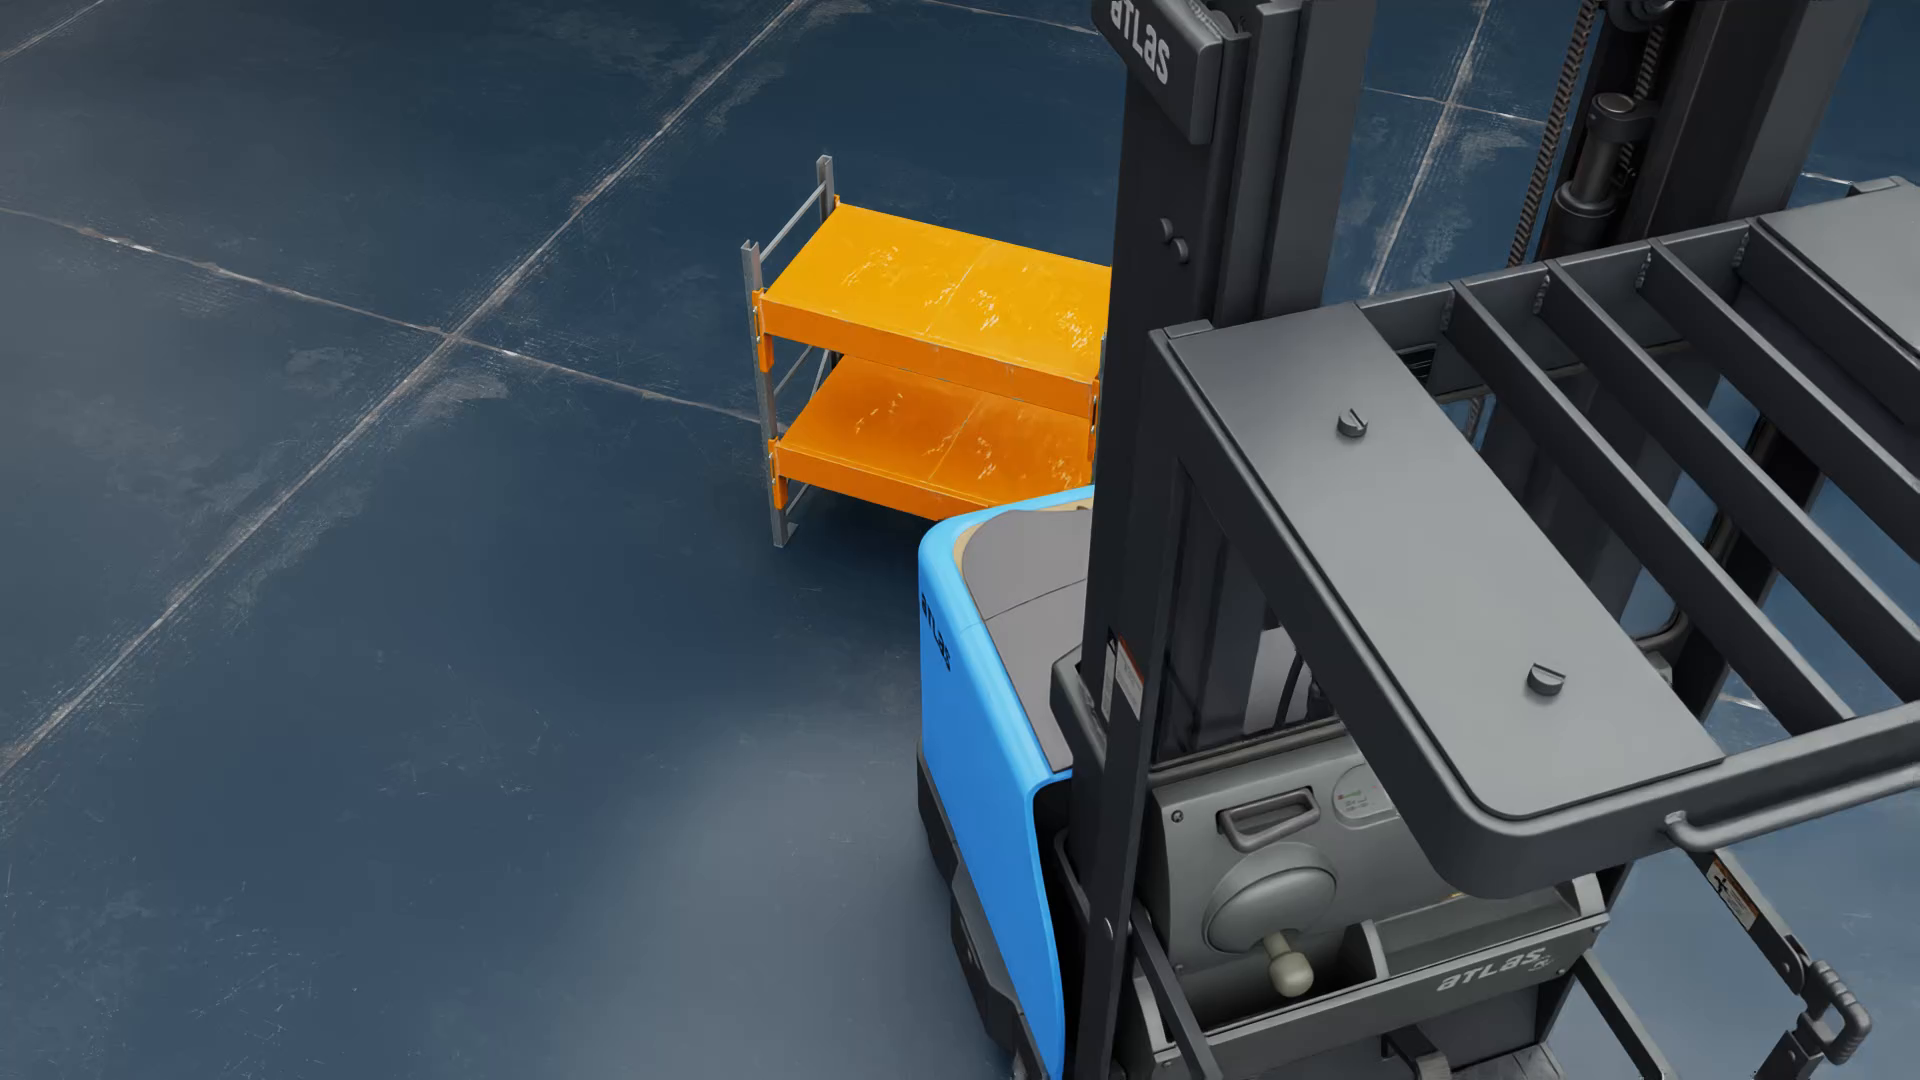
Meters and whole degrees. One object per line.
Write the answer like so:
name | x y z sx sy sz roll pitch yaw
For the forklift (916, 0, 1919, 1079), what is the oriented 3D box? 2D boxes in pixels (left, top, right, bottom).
forklift | 0.832 0.566 2.604 1.130 2.935 3.031 -13 46 -13

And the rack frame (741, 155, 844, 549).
rack frame | -0.475 -0.539 4.994 0.032 1.125 0.500 16 47 16

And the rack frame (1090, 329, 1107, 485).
rack frame | 0.463 -0.263 4.716 0.032 1.125 0.500 16 47 16

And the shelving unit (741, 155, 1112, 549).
shelving unit | -0.006 -0.401 4.855 1.048 1.125 0.538 16 47 16

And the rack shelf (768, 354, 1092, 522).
rack shelf | -0.006 -0.227 5.028 1.000 0.278 0.538 16 47 16

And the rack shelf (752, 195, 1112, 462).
rack shelf | -0.006 -0.608 4.649 1.000 0.278 0.538 16 47 16
